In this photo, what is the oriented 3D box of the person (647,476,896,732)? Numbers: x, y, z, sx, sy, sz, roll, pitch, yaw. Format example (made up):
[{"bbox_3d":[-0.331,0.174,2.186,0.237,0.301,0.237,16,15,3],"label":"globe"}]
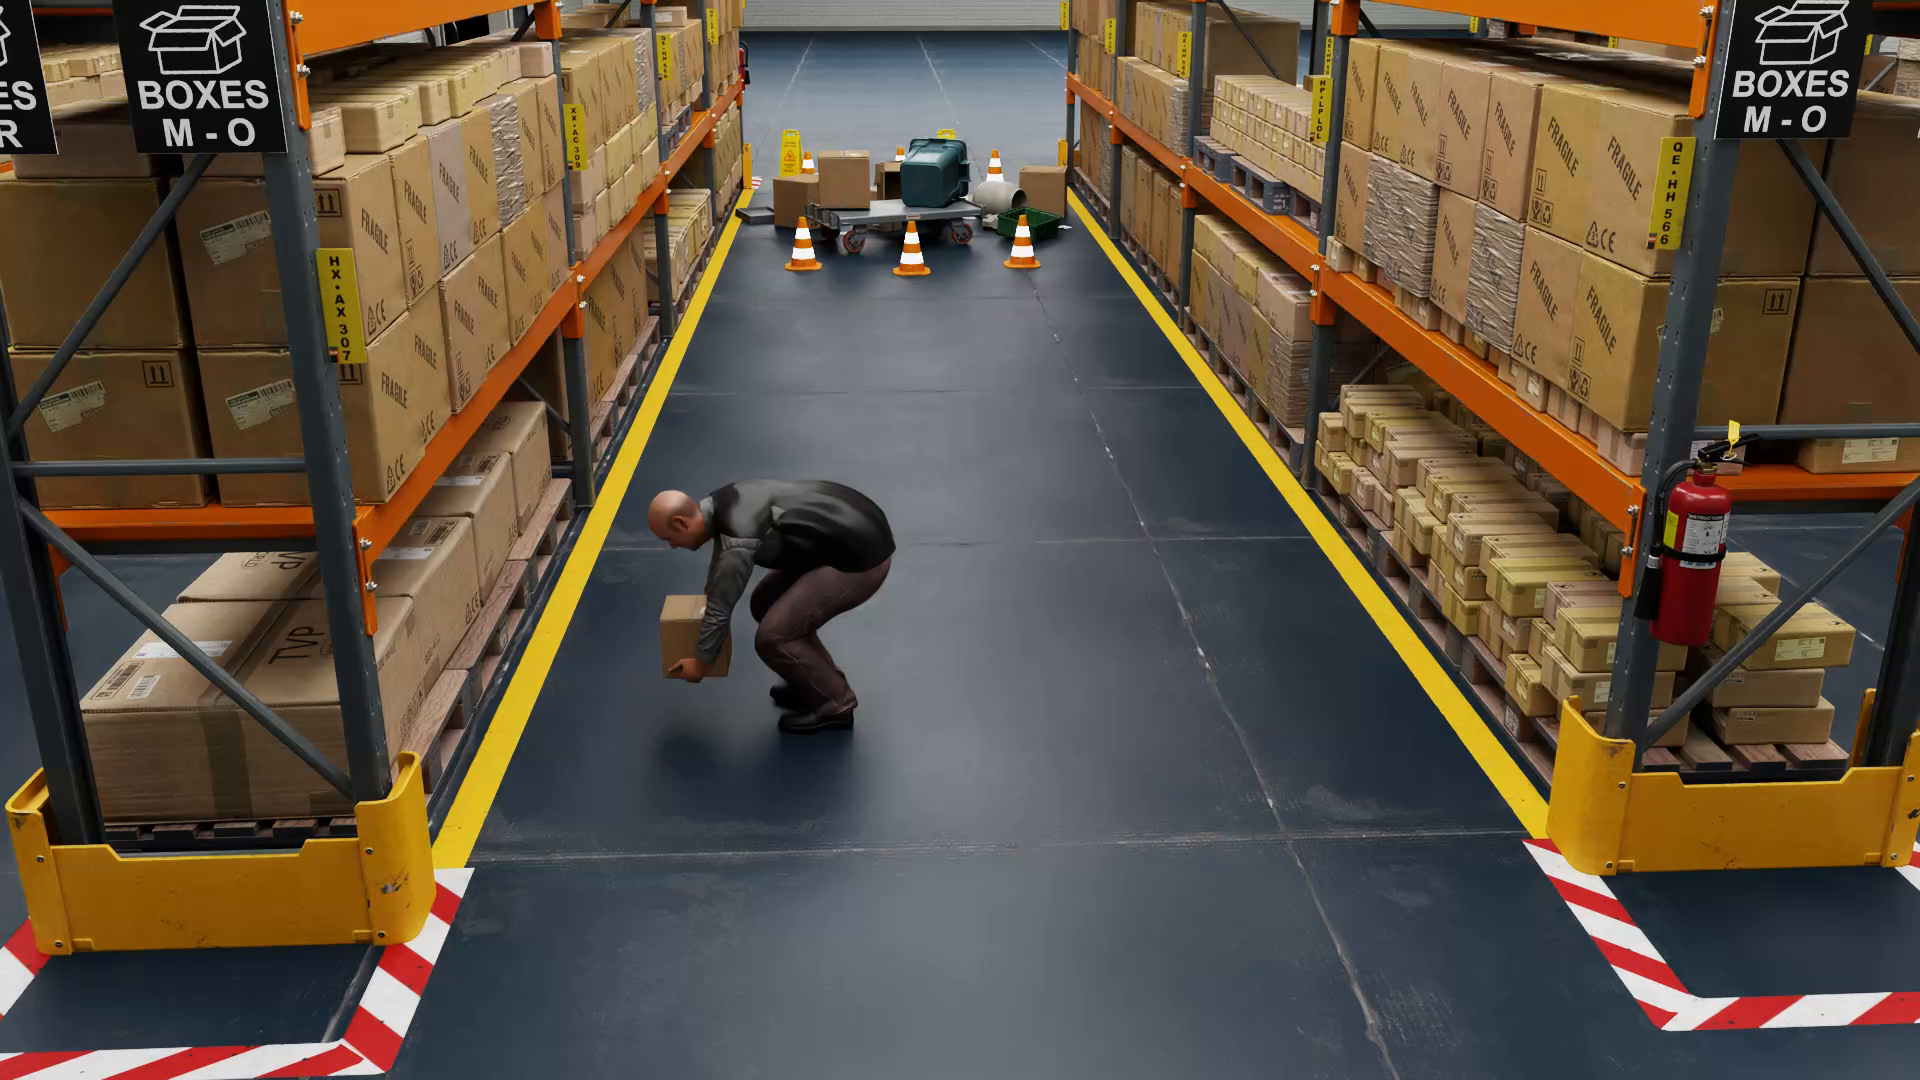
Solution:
[{"bbox_3d":[-0.725,0.238,6.532,0.945,0.986,0.510,-2,20,-5],"label":"person"}]
